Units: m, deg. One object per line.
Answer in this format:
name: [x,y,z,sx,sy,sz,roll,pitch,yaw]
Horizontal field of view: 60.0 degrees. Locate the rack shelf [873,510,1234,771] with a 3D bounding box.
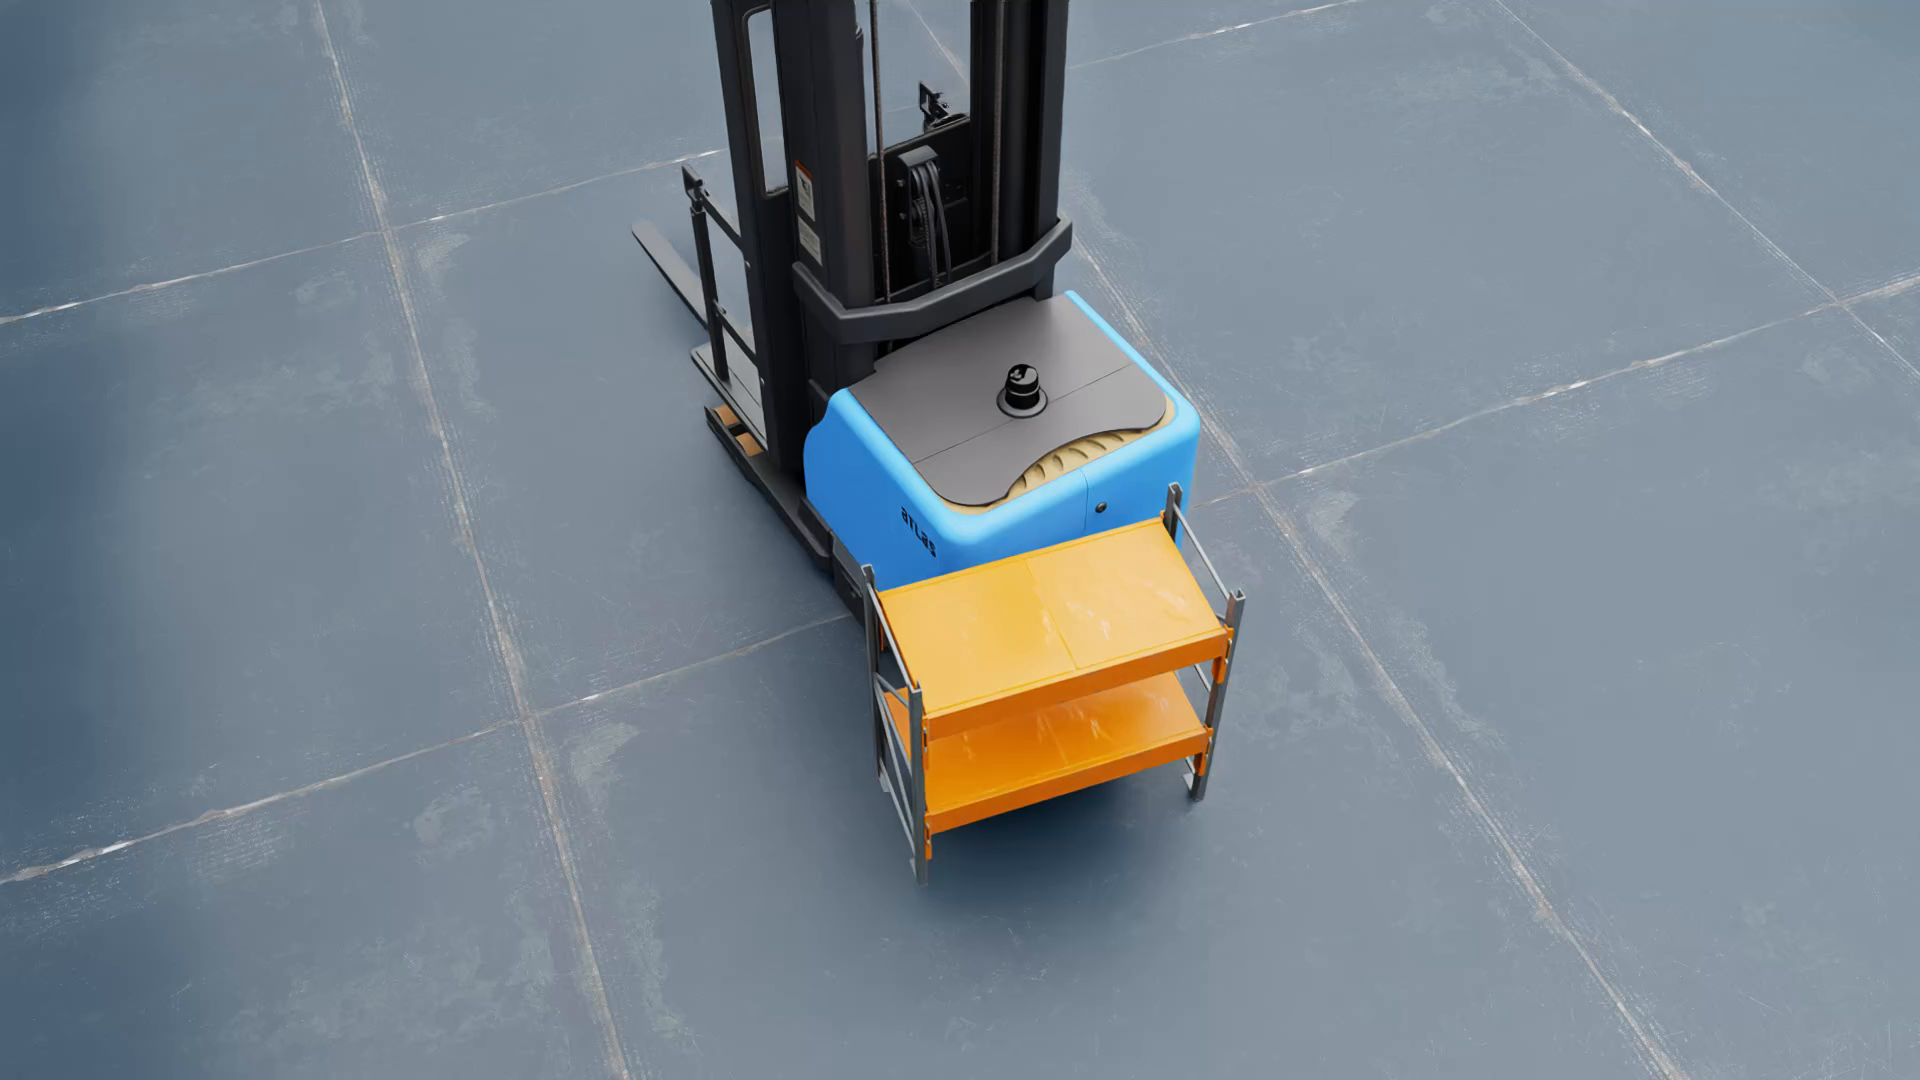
rack shelf: [0.276,0.301,5.204,1.000,0.278,0.538,-15,51,-12]

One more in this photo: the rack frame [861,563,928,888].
rack frame: [-0.204,0.619,5.317,0.032,1.125,0.500,-15,51,-12]

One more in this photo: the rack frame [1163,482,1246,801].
rack frame: [0.756,0.365,5.536,0.032,1.125,0.500,-15,51,-12]

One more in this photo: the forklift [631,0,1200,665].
forklift: [-0.395,-1.412,5.871,1.130,2.935,3.031,-26,54,-21]

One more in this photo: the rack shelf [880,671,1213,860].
rack shelf: [0.276,0.651,5.612,1.000,0.278,0.538,-15,51,-12]

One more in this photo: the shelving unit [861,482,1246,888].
shelving unit: [0.276,0.492,5.426,1.048,1.125,0.538,-15,51,-12]
